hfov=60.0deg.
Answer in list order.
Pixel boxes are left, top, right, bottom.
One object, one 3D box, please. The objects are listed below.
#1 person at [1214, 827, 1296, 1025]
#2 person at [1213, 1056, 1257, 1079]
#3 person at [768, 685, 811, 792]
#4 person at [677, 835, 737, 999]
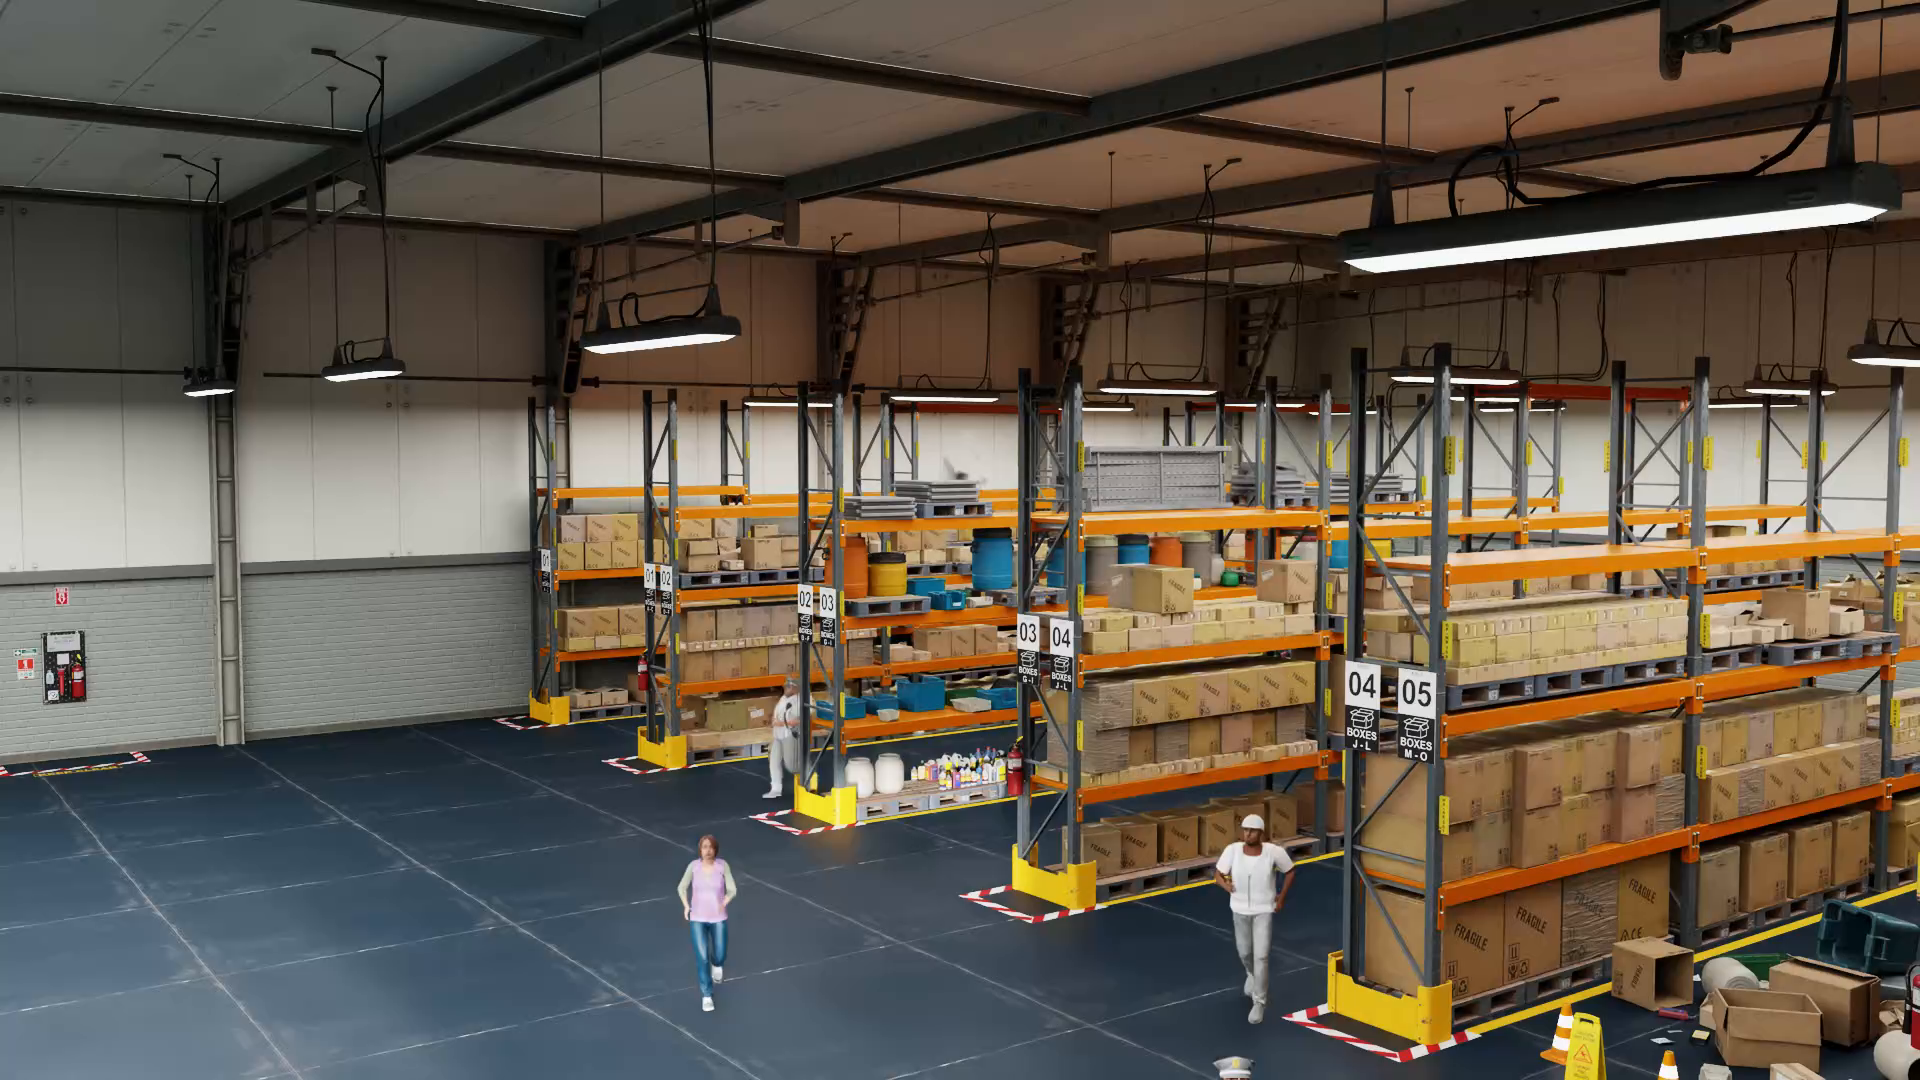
[{"bbox_3d":[2.665,3.451,15.115,0.724,1.636,0.890,1,4,16],"label":"person"},{"bbox_3d":[1.578,3.774,9.614,0.541,1.659,0.531,0,3,3],"label":"person"},{"bbox_3d":[-2.506,2.857,24.222,0.684,1.637,0.688,-3,5,-44],"label":"person"},{"bbox_3d":[-2.326,3.445,15.295,0.542,1.484,0.607,-1,3,-9],"label":"person"}]
